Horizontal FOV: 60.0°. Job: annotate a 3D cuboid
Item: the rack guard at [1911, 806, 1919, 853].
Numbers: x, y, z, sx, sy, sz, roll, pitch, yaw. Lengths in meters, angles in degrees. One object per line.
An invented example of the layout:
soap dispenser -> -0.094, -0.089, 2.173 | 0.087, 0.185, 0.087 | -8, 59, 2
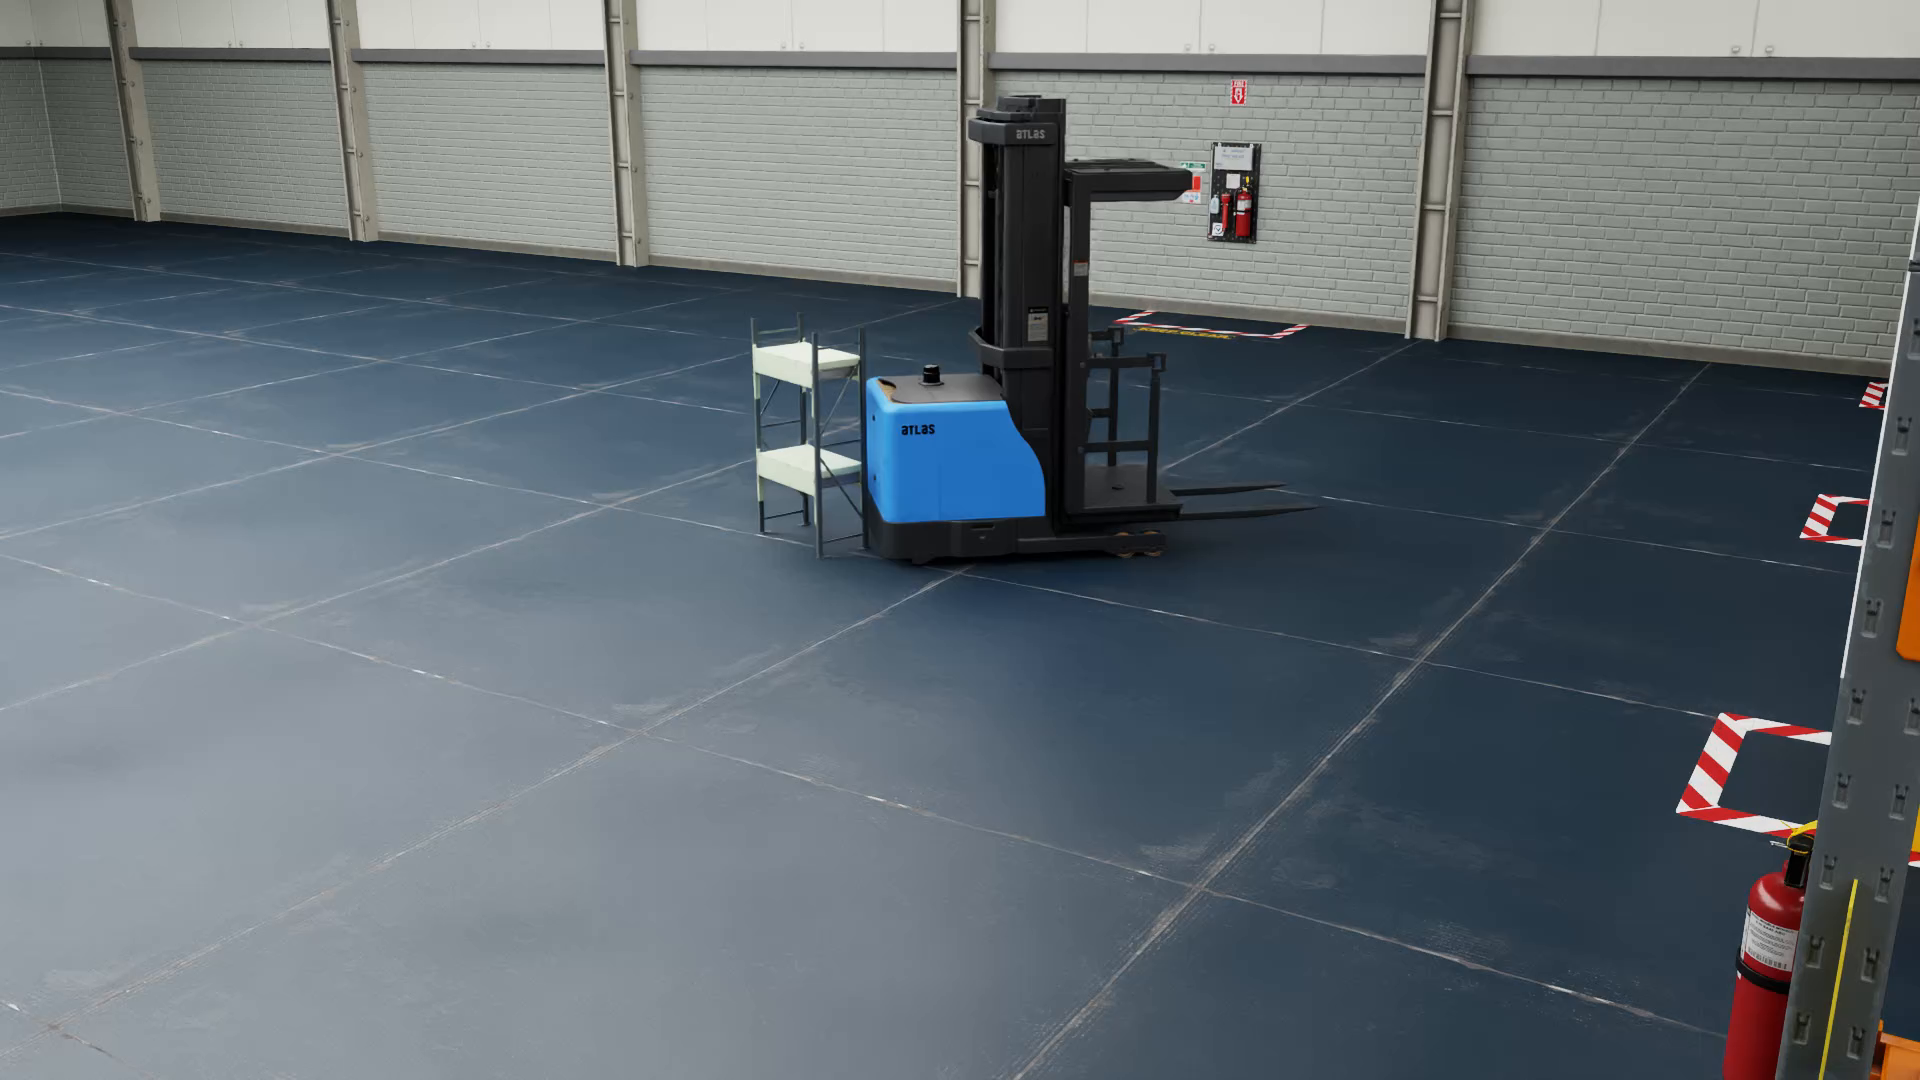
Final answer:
rack guard -> 4.287, 0.925, 7.477 | 0.348, 0.500, 1.175 | 10, 20, 30

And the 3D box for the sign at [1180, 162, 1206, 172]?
sign -> 2.815, -4.508, 20.088 | 0.331, 0.109, 0.001 | 10, 20, 30

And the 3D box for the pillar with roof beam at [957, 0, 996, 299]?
pillar with roof beam -> -2.047, -6.462, 17.172 | 0.400, 9.000, 9.100 | 10, 20, 30

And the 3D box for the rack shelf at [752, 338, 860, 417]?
rack shelf -> -1.004, -1.084, 11.027 | 0.431, 0.370, 0.720 | -13, 21, -36

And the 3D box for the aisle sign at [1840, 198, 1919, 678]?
aisle sign -> 1.396, -0.223, 2.483 | 0.004, 0.787, 0.394 | 10, 20, 30

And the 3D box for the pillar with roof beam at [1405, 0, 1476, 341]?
pillar with roof beam -> 3.066, -5.550, 14.168 | 0.400, 9.000, 9.100 | 10, 20, 30

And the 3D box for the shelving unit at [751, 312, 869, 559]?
shelving unit -> -1.004, -0.711, 11.141 | 0.431, 1.500, 0.755 | -13, 21, -36

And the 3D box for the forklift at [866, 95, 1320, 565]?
forklift -> 0.910, -1.432, 11.051 | 3.031, 2.935, 1.130 | -3, 17, -10

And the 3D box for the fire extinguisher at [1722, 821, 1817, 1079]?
fire extinguisher -> 1.749, 0.861, 3.519 | 0.183, 0.674, 0.296 | 10, 20, 30

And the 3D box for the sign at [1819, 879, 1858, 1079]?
sign -> 1.322, 0.676, 2.506 | 0.005, 0.325, 0.100 | 10, 20, 30

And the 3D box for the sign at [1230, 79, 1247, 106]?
sign -> 3.278, -5.266, 19.567 | 0.199, 0.298, 0.001 | 10, 20, 30

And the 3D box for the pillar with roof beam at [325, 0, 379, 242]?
pillar with roof beam -> -12.272, -8.287, 23.181 | 0.400, 9.000, 9.100 | 10, 20, 30

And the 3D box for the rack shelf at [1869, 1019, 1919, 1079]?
rack shelf -> 3.310, 1.604, 2.178 | 4.000, 0.370, 1.077 | 10, 20, 30

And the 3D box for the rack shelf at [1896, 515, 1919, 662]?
rack shelf -> 3.310, 0.169, 1.742 | 4.000, 0.370, 1.077 | 10, 20, 30

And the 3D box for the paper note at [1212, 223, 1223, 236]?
paper note -> 3.118, -3.753, 20.091 | 0.142, 0.148, 0.016 | 10, 20, 30

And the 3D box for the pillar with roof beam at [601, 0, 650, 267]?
pillar with roof beam -> -7.160, -7.375, 20.177 | 0.400, 9.000, 9.100 | 10, 20, 30

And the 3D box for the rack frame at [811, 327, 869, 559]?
rack frame -> -0.778, -0.627, 10.865 | 0.400, 1.500, 0.023 | -13, 21, -36

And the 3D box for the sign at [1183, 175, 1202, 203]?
sign -> 2.816, -4.257, 20.174 | 0.234, 0.329, 0.001 | 10, 20, 30

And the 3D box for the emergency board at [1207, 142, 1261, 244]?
emergency board -> 3.233, -4.131, 19.818 | 0.643, 1.169, 0.194 | 10, 20, 30

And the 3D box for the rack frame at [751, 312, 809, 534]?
rack frame -> -1.230, -0.795, 11.417 | 0.400, 1.500, 0.023 | -13, 21, -36

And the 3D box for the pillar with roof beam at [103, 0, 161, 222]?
pillar with roof beam -> -17.385, -9.200, 26.186 | 0.400, 9.000, 9.100 | 10, 20, 30

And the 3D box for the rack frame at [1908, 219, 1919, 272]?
rack frame -> 1.605, -1.915, 2.203 | 0.127, 3.000, 1.000 | 10, 20, 30

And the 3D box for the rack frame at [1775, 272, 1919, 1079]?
rack frame -> 1.605, 0.956, 3.075 | 0.127, 3.000, 1.000 | 10, 20, 30

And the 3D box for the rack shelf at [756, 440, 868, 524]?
rack shelf -> -1.004, -0.399, 11.236 | 0.431, 0.370, 0.720 | -13, 21, -36
